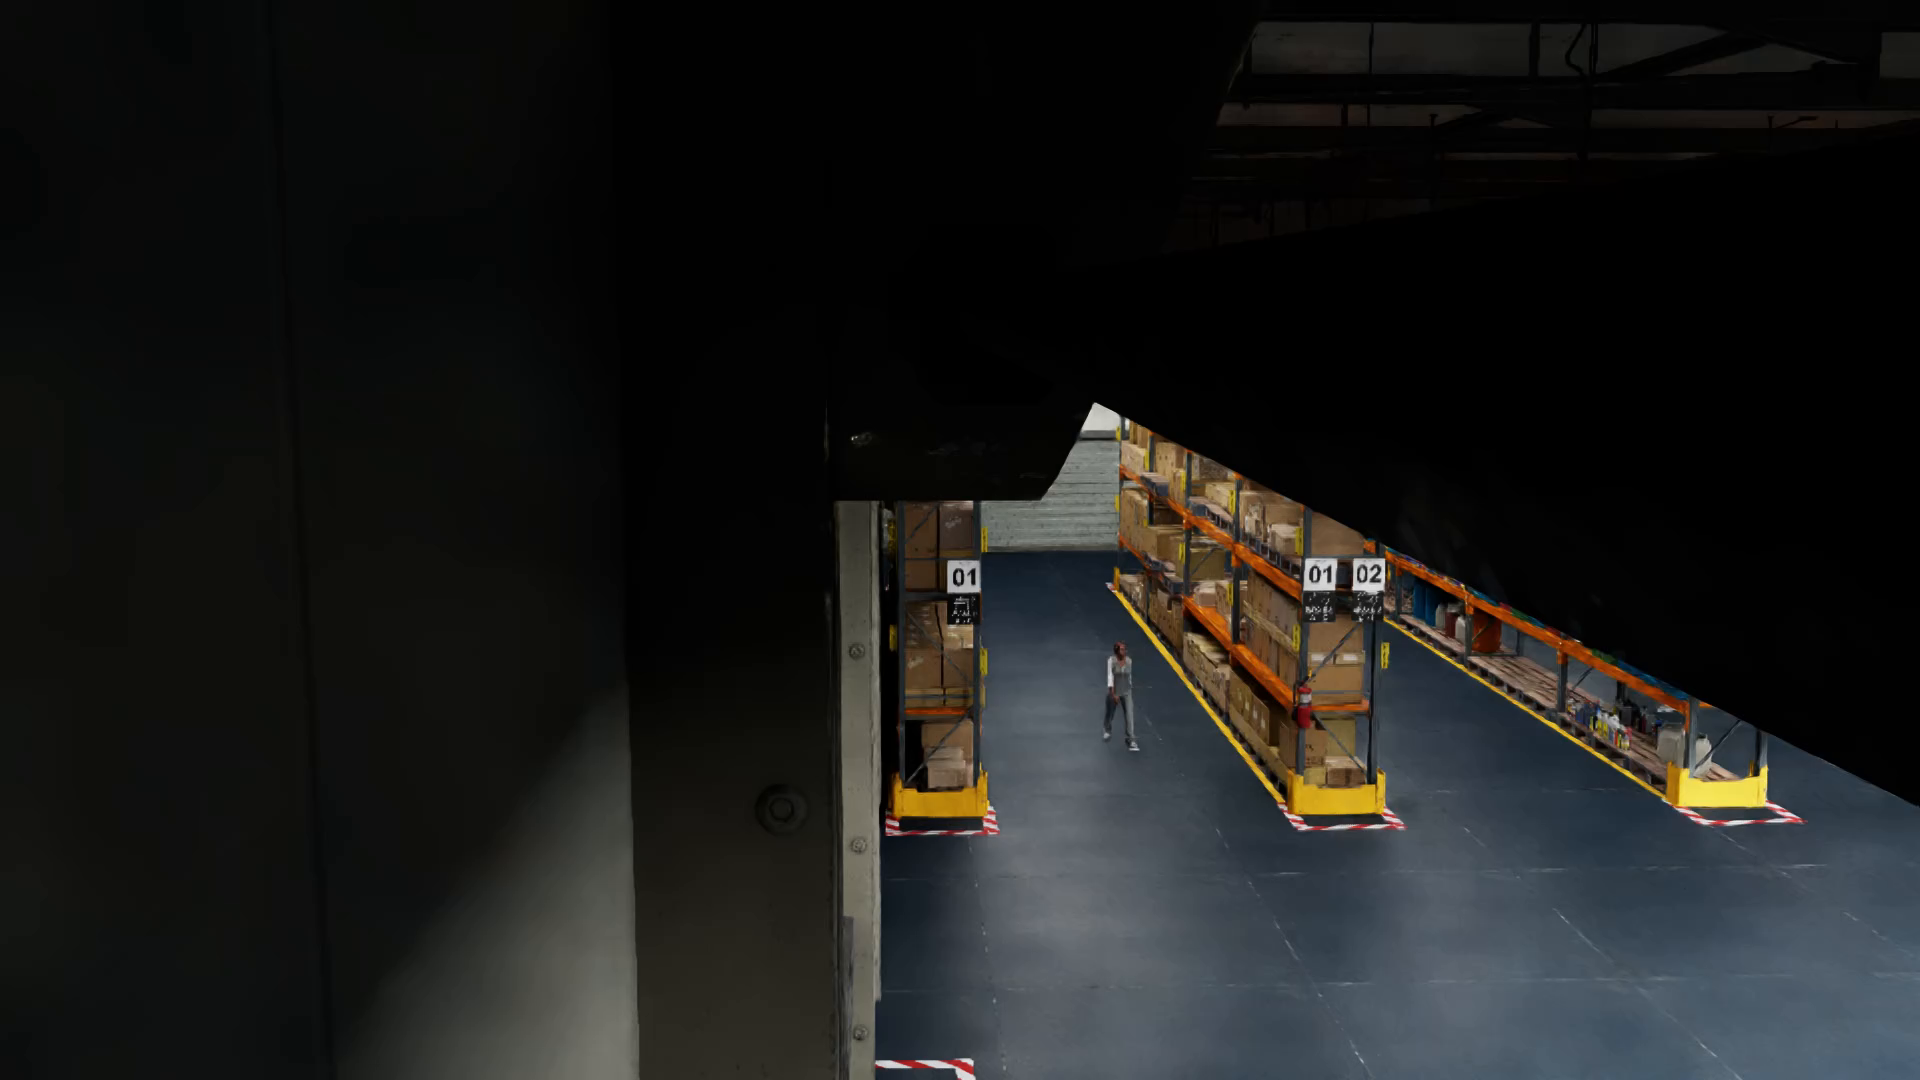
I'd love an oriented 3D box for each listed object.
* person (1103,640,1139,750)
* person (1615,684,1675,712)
[{"bbox_3d":[2.258,2.171,23.627,0.412,1.533,0.955,-2,8,-11],"label":"person"},{"bbox_3d":[10.565,1.835,25.639,0.485,1.619,0.895,-4,9,-28],"label":"person"}]
